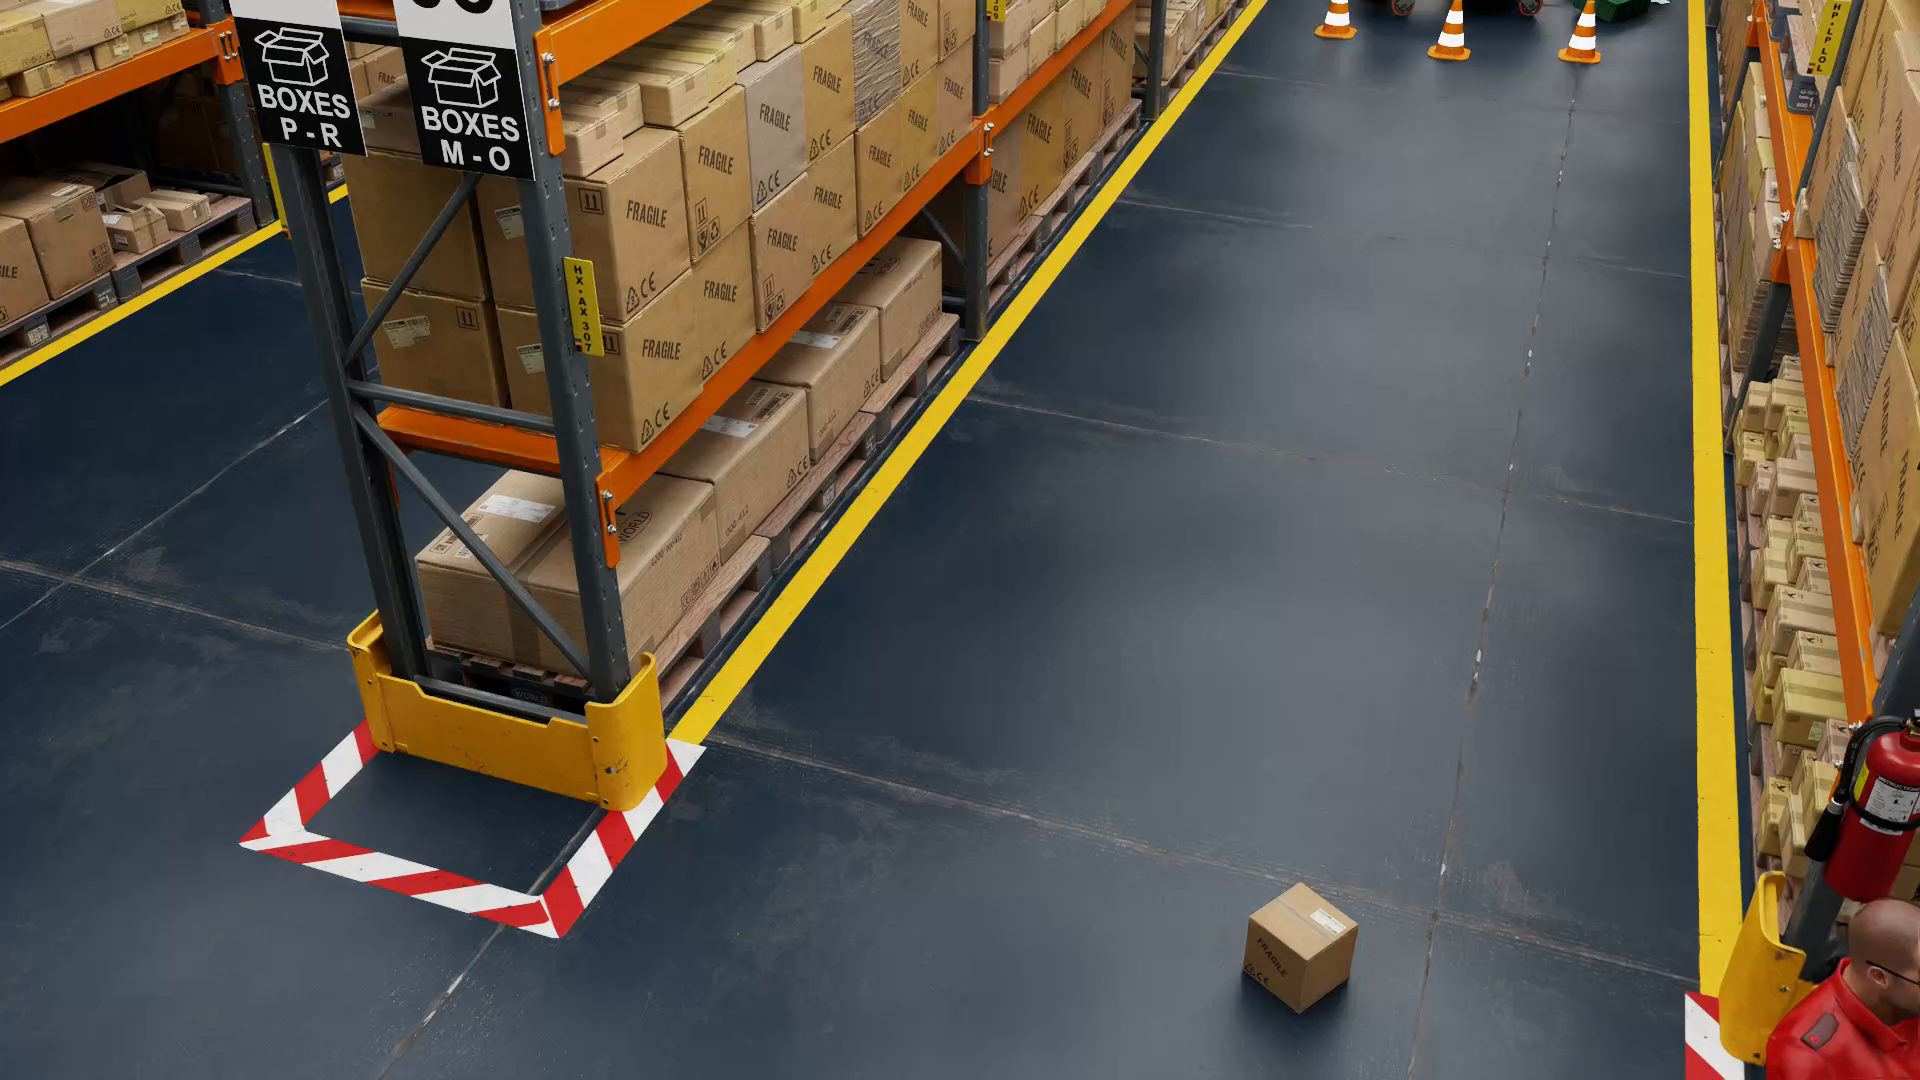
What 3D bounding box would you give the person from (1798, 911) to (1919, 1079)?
[{"bbox_3d":[2.066,1.545,3.790,0.548,1.668,1.016,-19,38,-27],"label":"person"}]
